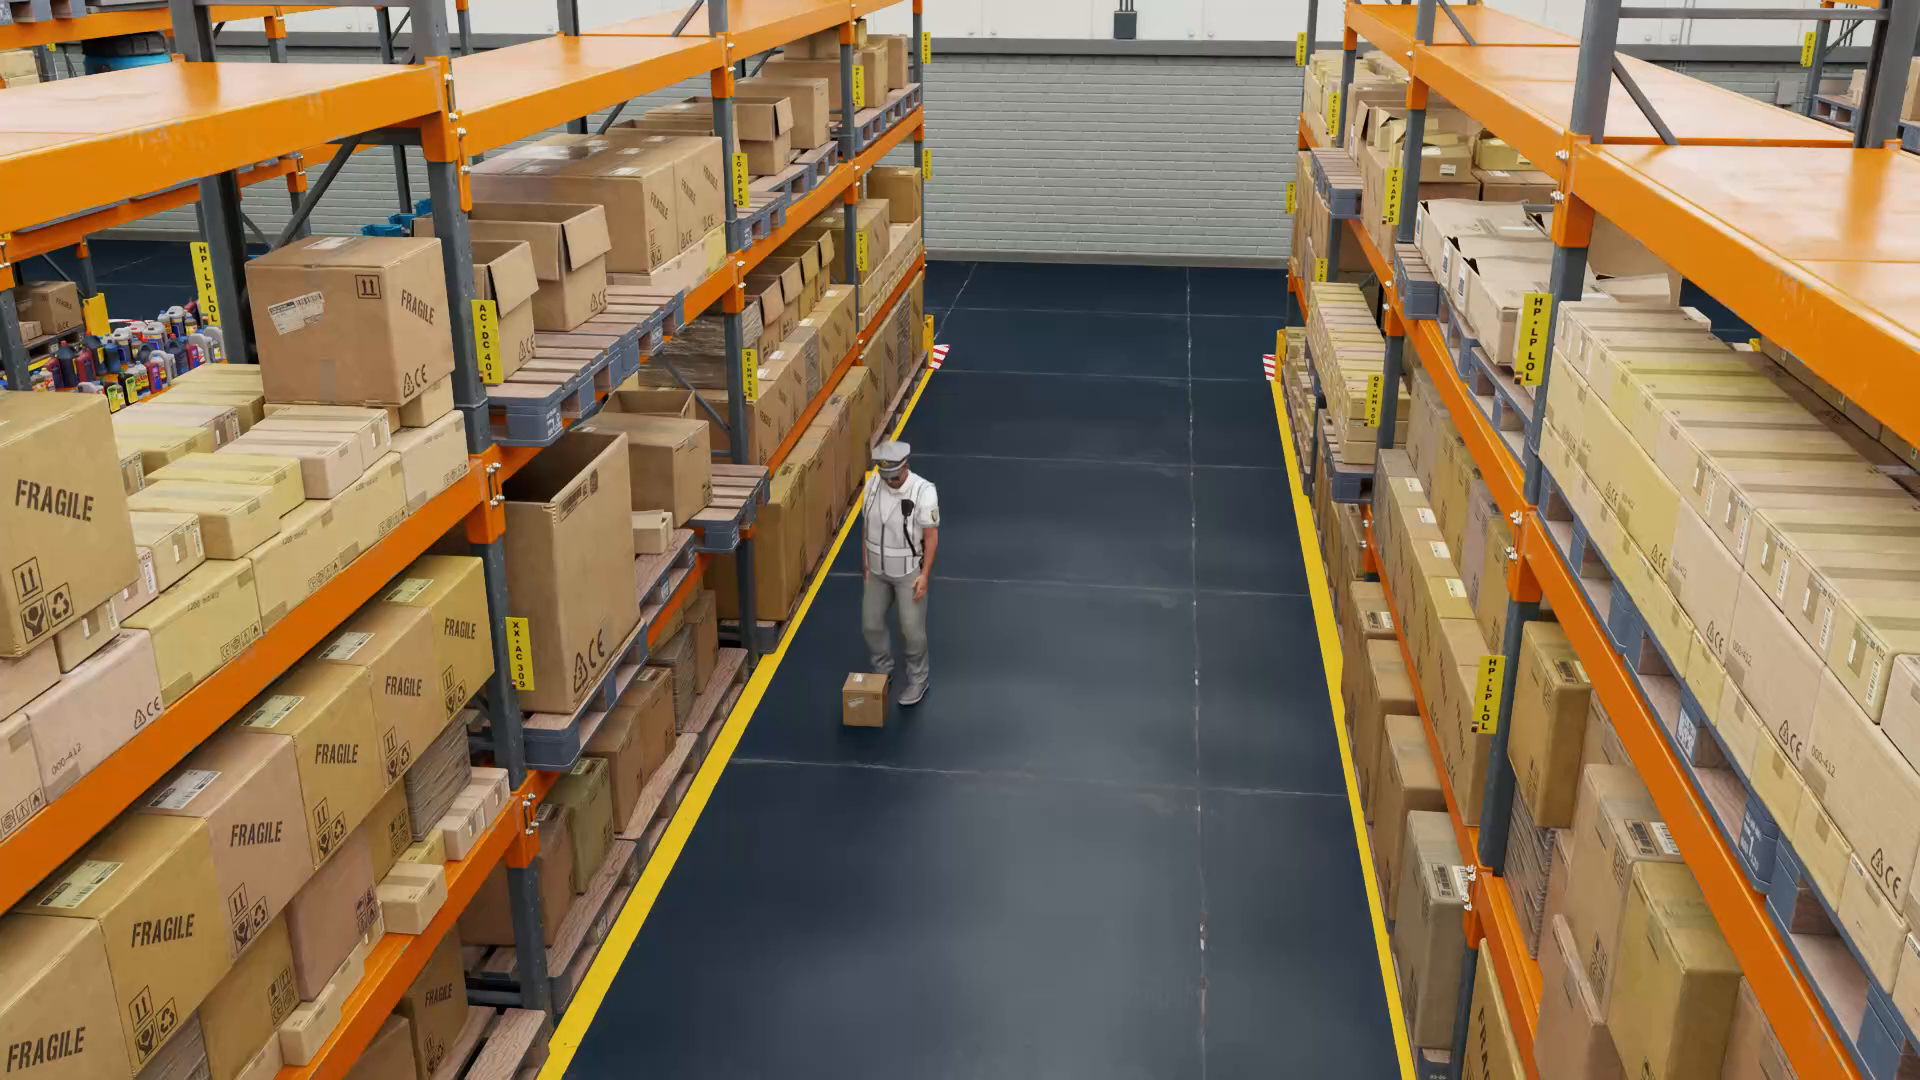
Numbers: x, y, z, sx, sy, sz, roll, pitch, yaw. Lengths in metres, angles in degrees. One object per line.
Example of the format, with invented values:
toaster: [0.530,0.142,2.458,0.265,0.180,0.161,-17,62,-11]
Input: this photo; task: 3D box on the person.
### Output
person: [-0.387,0.195,10.618,0.544,1.726,0.424,10,23,25]
